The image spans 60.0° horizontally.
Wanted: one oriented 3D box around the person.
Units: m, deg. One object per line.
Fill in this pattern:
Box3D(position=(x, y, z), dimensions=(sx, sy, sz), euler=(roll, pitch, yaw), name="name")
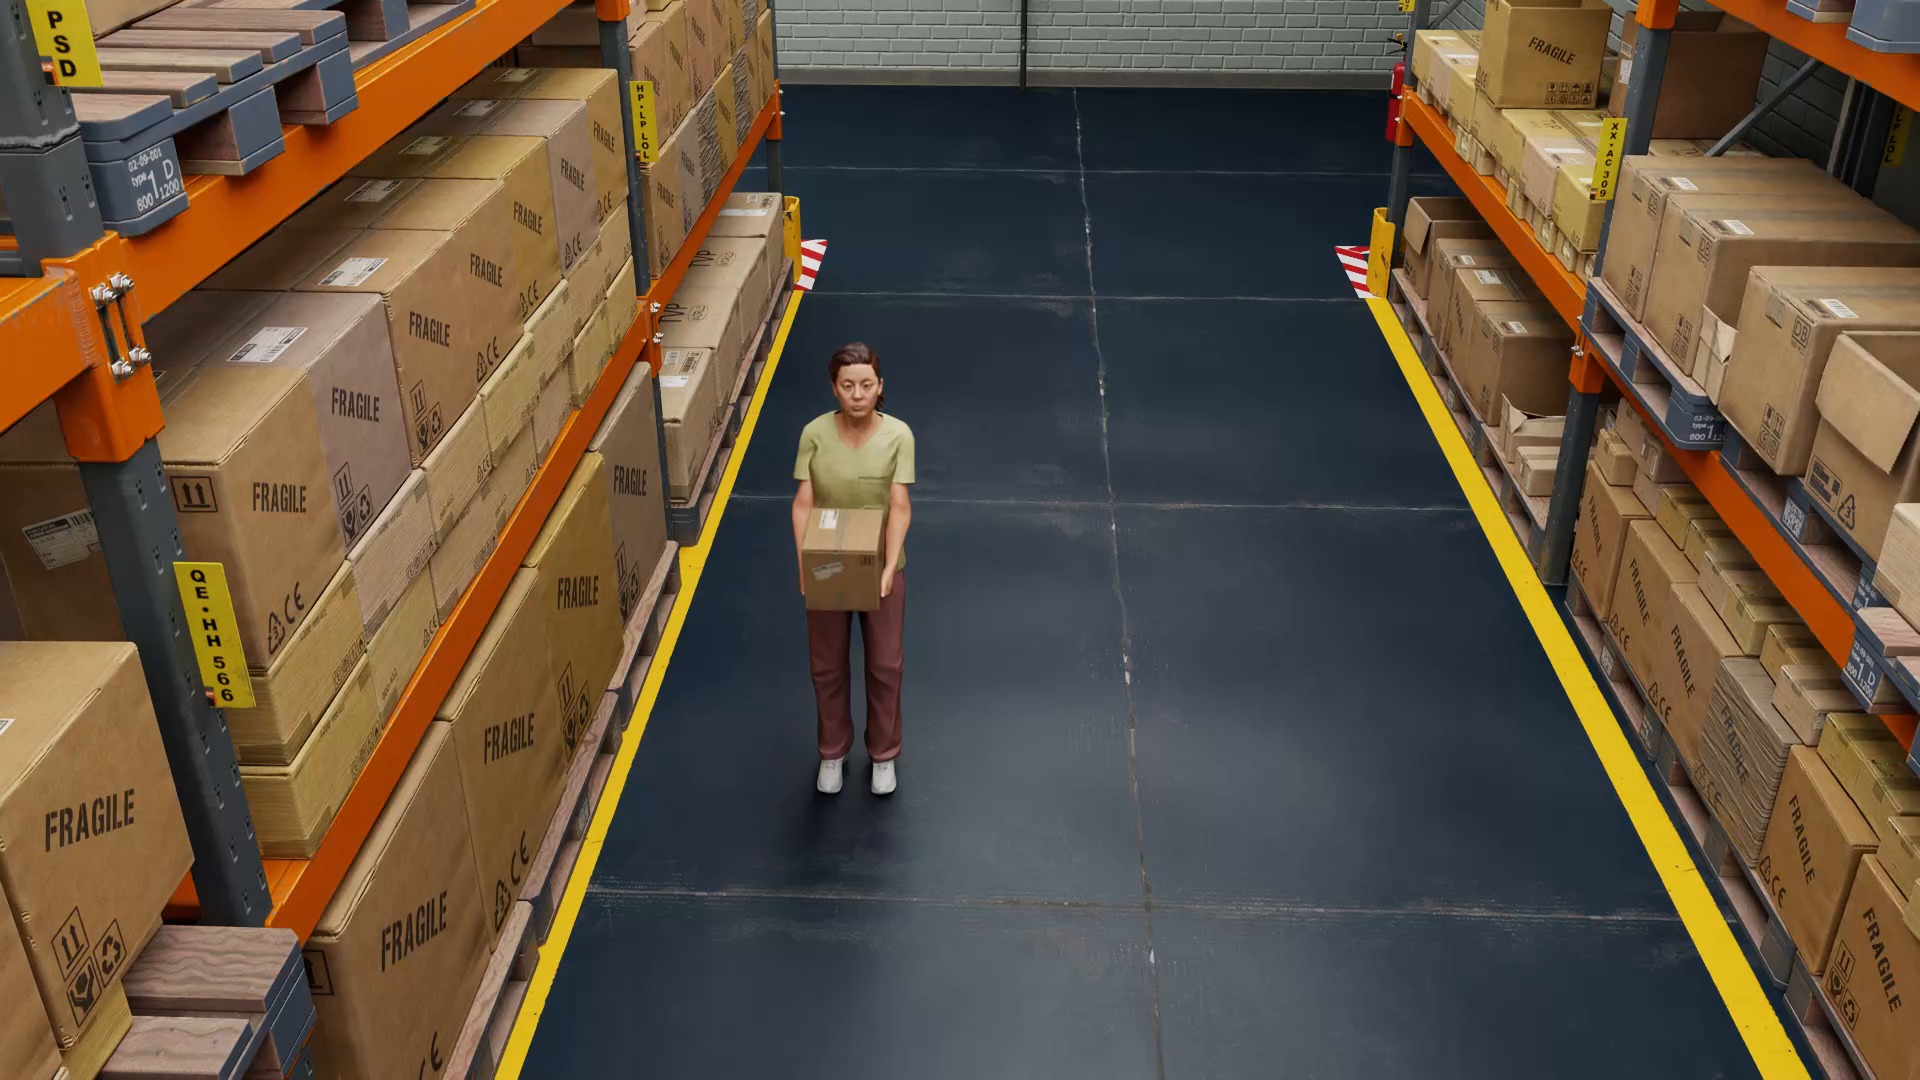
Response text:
Box3D(position=(-0.371, 0.139, 5.881), dimensions=(0.425, 1.658, 0.561), euler=(1, 28, 3), name="person")
